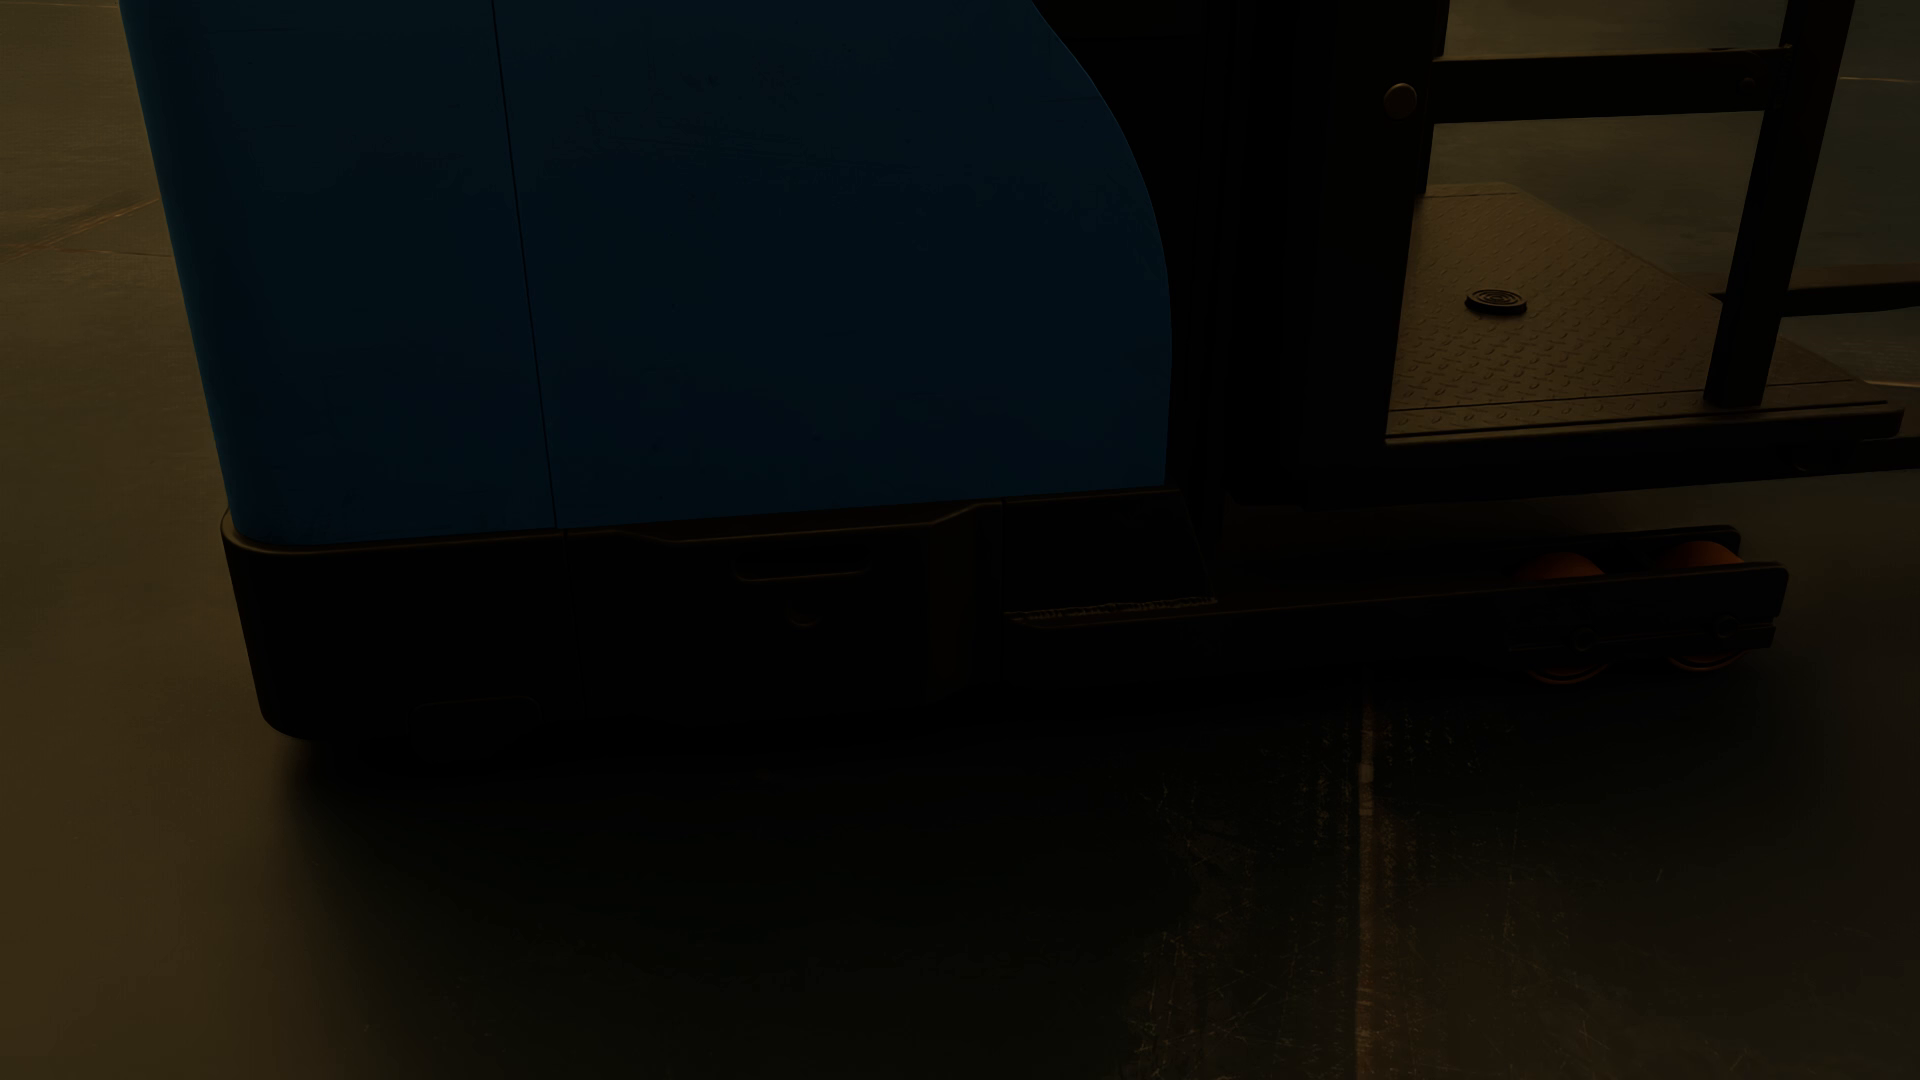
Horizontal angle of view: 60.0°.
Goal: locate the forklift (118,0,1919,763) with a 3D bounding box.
[{"bbox_3d":[0.600,-1.354,1.930,3.031,2.935,1.130,-4,27,-9],"label":"forklift"}]
